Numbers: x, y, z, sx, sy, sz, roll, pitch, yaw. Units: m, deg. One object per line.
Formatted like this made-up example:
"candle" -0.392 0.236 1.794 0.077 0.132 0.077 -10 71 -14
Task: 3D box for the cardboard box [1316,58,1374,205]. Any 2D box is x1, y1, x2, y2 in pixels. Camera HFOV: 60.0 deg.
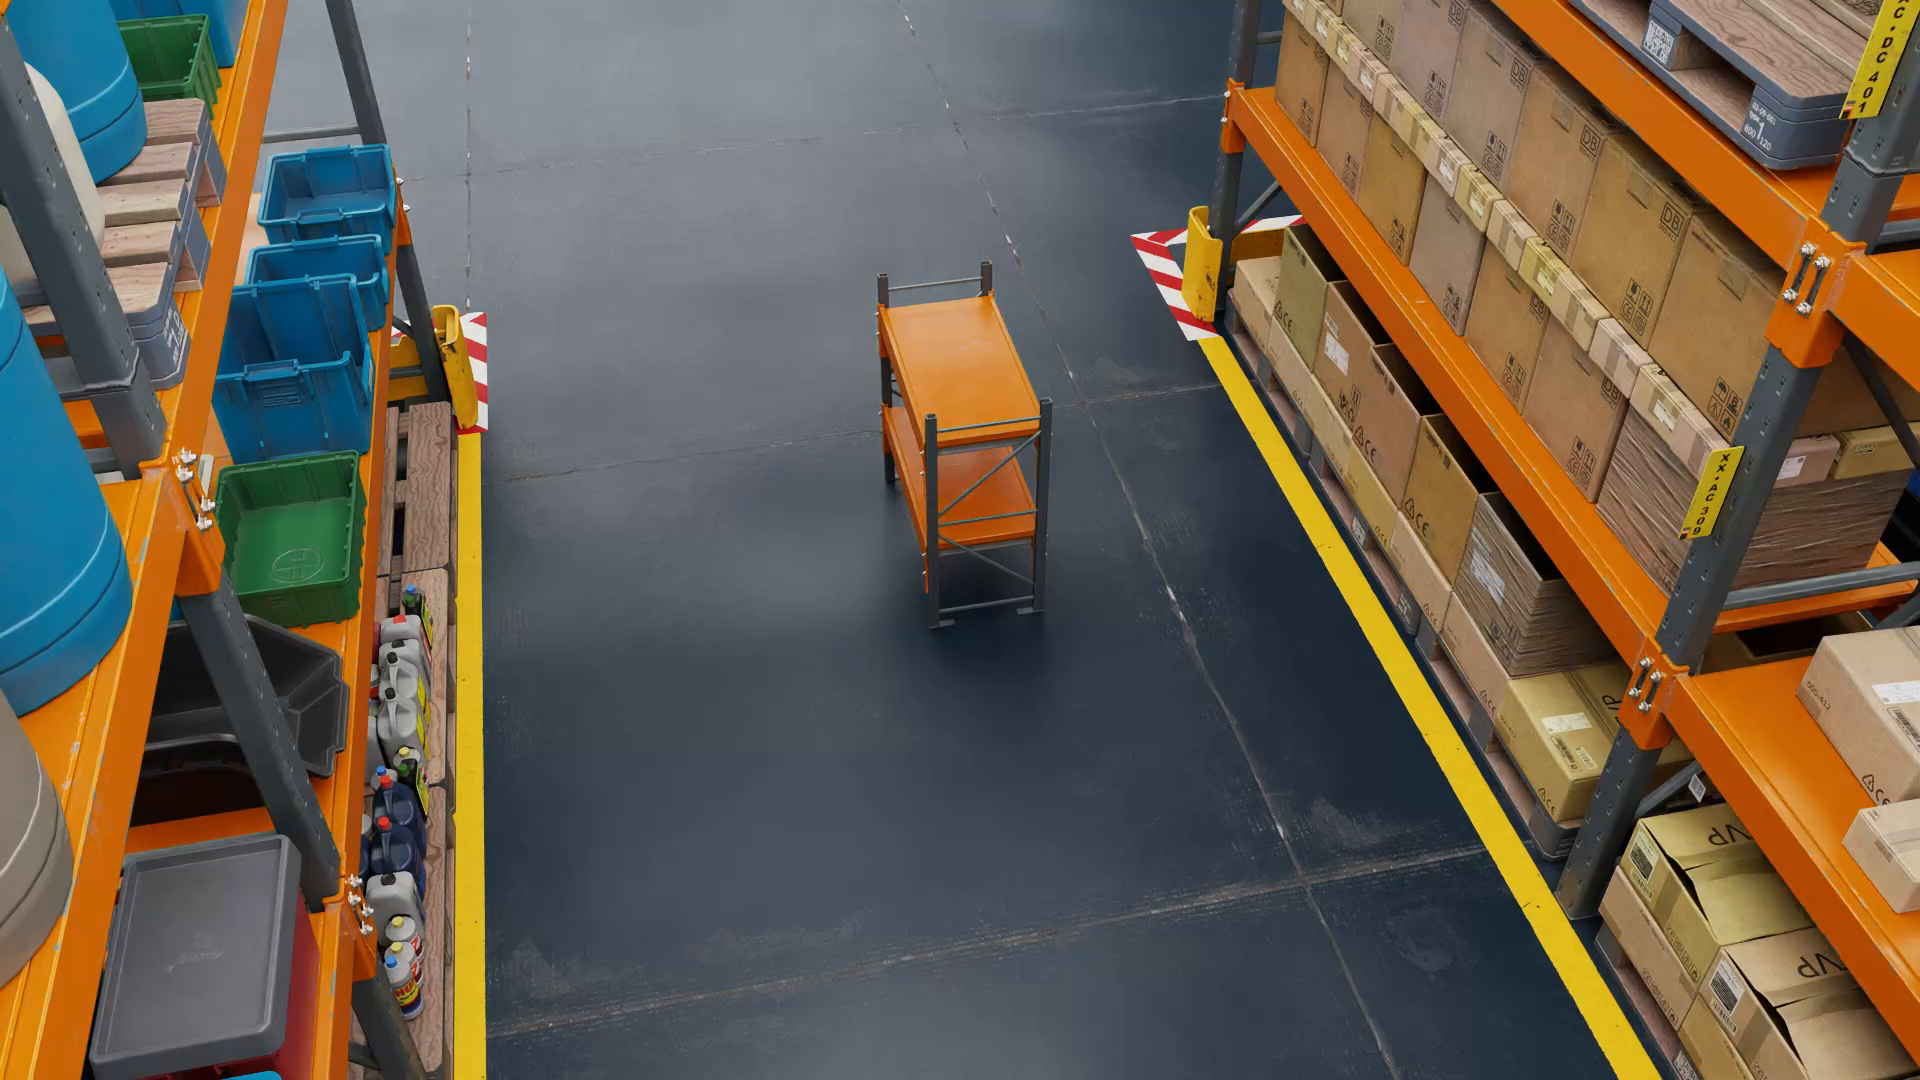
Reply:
"cardboard box" 2.010 -1.844 7.274 0.700 0.500 0.500 -7 42 -8

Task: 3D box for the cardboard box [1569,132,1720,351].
"cardboard box" 2.454 -0.994 5.340 0.700 0.500 0.500 -8 42 -9

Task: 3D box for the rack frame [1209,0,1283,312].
"rack frame" 1.803 -2.450 8.033 1.000 3.000 0.127 -8 42 -9

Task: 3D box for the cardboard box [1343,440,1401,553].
"cardboard box" 2.024 -0.227 7.283 0.500 0.250 0.500 -8 42 -9

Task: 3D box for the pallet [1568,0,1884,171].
"pallet" 2.457 -1.495 4.764 1.003 0.211 1.213 -8 42 -9

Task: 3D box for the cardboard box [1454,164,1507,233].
"cardboard box" 2.066 -1.278 6.148 0.380 0.149 0.250 -7 42 -8

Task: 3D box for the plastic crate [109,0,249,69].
"plastic crate" -2.328 -1.666 4.901 0.392 0.384 0.575 -8 42 -9

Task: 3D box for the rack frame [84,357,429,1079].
"rack frame" -2.171 0.850 4.315 1.000 3.000 0.127 -8 42 -9

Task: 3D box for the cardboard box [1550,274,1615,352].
"cardboard box" 2.231 -0.783 5.591 0.380 0.149 0.250 -8 42 -9

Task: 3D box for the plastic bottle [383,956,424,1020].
"plastic bottle" -1.811 1.436 5.378 0.097 0.271 0.097 0 42 0

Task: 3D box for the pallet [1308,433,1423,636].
"pallet" 2.269 -0.129 7.518 1.003 0.211 1.213 -8 42 -9

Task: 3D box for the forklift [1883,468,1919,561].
"forklift" 4.808 -0.794 6.218 1.130 2.935 3.031 -9 42 -10

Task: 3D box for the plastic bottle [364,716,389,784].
"plastic bottle" -2.211 0.761 6.136 0.152 0.276 0.135 -8 42 -9

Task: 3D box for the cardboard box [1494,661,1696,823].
"cardboard box" 2.353 0.744 6.189 0.500 0.250 0.500 -8 42 -9

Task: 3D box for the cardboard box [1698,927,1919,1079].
"cardboard box" 2.616 1.433 4.991 0.500 0.311 0.500 -9 42 -10

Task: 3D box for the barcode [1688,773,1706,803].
"barcode" 2.315 0.779 5.223 0.001 0.075 0.075 -8 42 -9

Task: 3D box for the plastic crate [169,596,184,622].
"plastic crate" -2.675 0.227 5.129 0.499 0.251 0.616 -8 42 -9

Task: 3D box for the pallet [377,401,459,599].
"pallet" -2.802 -0.130 7.520 1.003 0.211 1.213 -8 42 -9

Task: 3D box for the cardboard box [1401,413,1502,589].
"cardboard box" 2.145 -0.185 6.671 0.500 0.500 0.500 -8 42 -9

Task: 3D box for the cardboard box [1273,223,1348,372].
"cardboard box" 1.812 -1.156 7.765 0.500 0.500 0.500 -8 42 -9

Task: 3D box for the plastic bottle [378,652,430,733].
"plastic bottle" -2.112 0.575 6.289 0.144 0.351 0.185 -7 42 -8

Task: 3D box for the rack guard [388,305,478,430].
"rack guard" -2.972 -0.766 8.018 1.175 0.500 0.348 -8 42 -9

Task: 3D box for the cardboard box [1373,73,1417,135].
"cardboard box" 1.902 -1.776 6.709 0.380 0.149 0.250 -10 43 -11

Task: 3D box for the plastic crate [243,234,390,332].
"plastic crate" -2.499 -0.984 6.493 0.499 0.251 0.408 -8 42 -9

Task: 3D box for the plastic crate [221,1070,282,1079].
"plastic crate" -1.629 1.526 3.565 0.392 0.384 0.575 -8 42 -9

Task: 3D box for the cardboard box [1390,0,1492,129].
"cardboard box" 2.131 -1.967 6.436 0.700 0.500 0.500 -8 42 -9

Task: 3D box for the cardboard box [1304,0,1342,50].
"cardboard box" 1.737 -2.274 7.271 0.380 0.149 0.250 -9 42 -10

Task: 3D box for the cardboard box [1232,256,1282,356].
"cardboard box" 1.702 -1.200 8.379 0.500 0.250 0.500 -8 42 -9

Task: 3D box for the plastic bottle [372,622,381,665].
"plastic bottle" -2.286 0.419 6.515 0.061 0.283 0.133 -8 42 -9

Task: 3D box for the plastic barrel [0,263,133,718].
"plastic barrel" -1.849 -0.161 2.816 0.600 0.901 0.708 -8 42 -9

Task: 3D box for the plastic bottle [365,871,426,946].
"plastic bottle" -1.908 1.229 5.608 0.152 0.276 0.135 -7 42 -8

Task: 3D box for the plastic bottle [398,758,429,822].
"plastic bottle" -1.975 0.883 5.992 0.061 0.283 0.133 -7 42 -7

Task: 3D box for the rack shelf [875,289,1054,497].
"rack shelf" 0.001 -0.635 6.959 0.538 0.278 1.000 -8 42 -9

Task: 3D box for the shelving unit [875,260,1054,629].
"shelving unit" 0.001 -0.416 7.153 0.538 1.125 1.048 -8 42 -9

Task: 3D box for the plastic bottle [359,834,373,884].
"plastic bottle" -2.080 1.114 5.681 0.144 0.351 0.185 -8 42 -9

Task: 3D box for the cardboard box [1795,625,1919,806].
"cardboard box" 2.816 0.511 4.809 0.500 0.250 0.500 -6 42 -7

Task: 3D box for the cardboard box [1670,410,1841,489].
"cardboard box" 2.399 -0.283 5.027 0.380 0.149 0.250 -8 42 -9

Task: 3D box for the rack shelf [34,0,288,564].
"rack shelf" -2.602 -1.299 5.018 1.077 0.370 4.000 -8 42 -9

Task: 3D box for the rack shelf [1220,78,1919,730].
"rack shelf" 2.235 -0.885 6.811 1.077 0.370 4.000 -8 42 -9

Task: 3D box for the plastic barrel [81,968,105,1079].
"plastic barrel" -2.383 0.956 3.818 0.600 0.901 0.708 -8 42 -9

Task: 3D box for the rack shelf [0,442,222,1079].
"rack shelf" -1.739 1.293 2.098 1.077 0.370 4.000 -8 42 -9

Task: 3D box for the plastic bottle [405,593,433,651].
"plastic bottle" -2.167 0.309 6.639 0.061 0.283 0.133 -7 42 -8

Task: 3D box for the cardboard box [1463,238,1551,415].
"cardboard box" 2.340 -0.848 6.153 0.700 0.500 0.500 -8 42 -9
